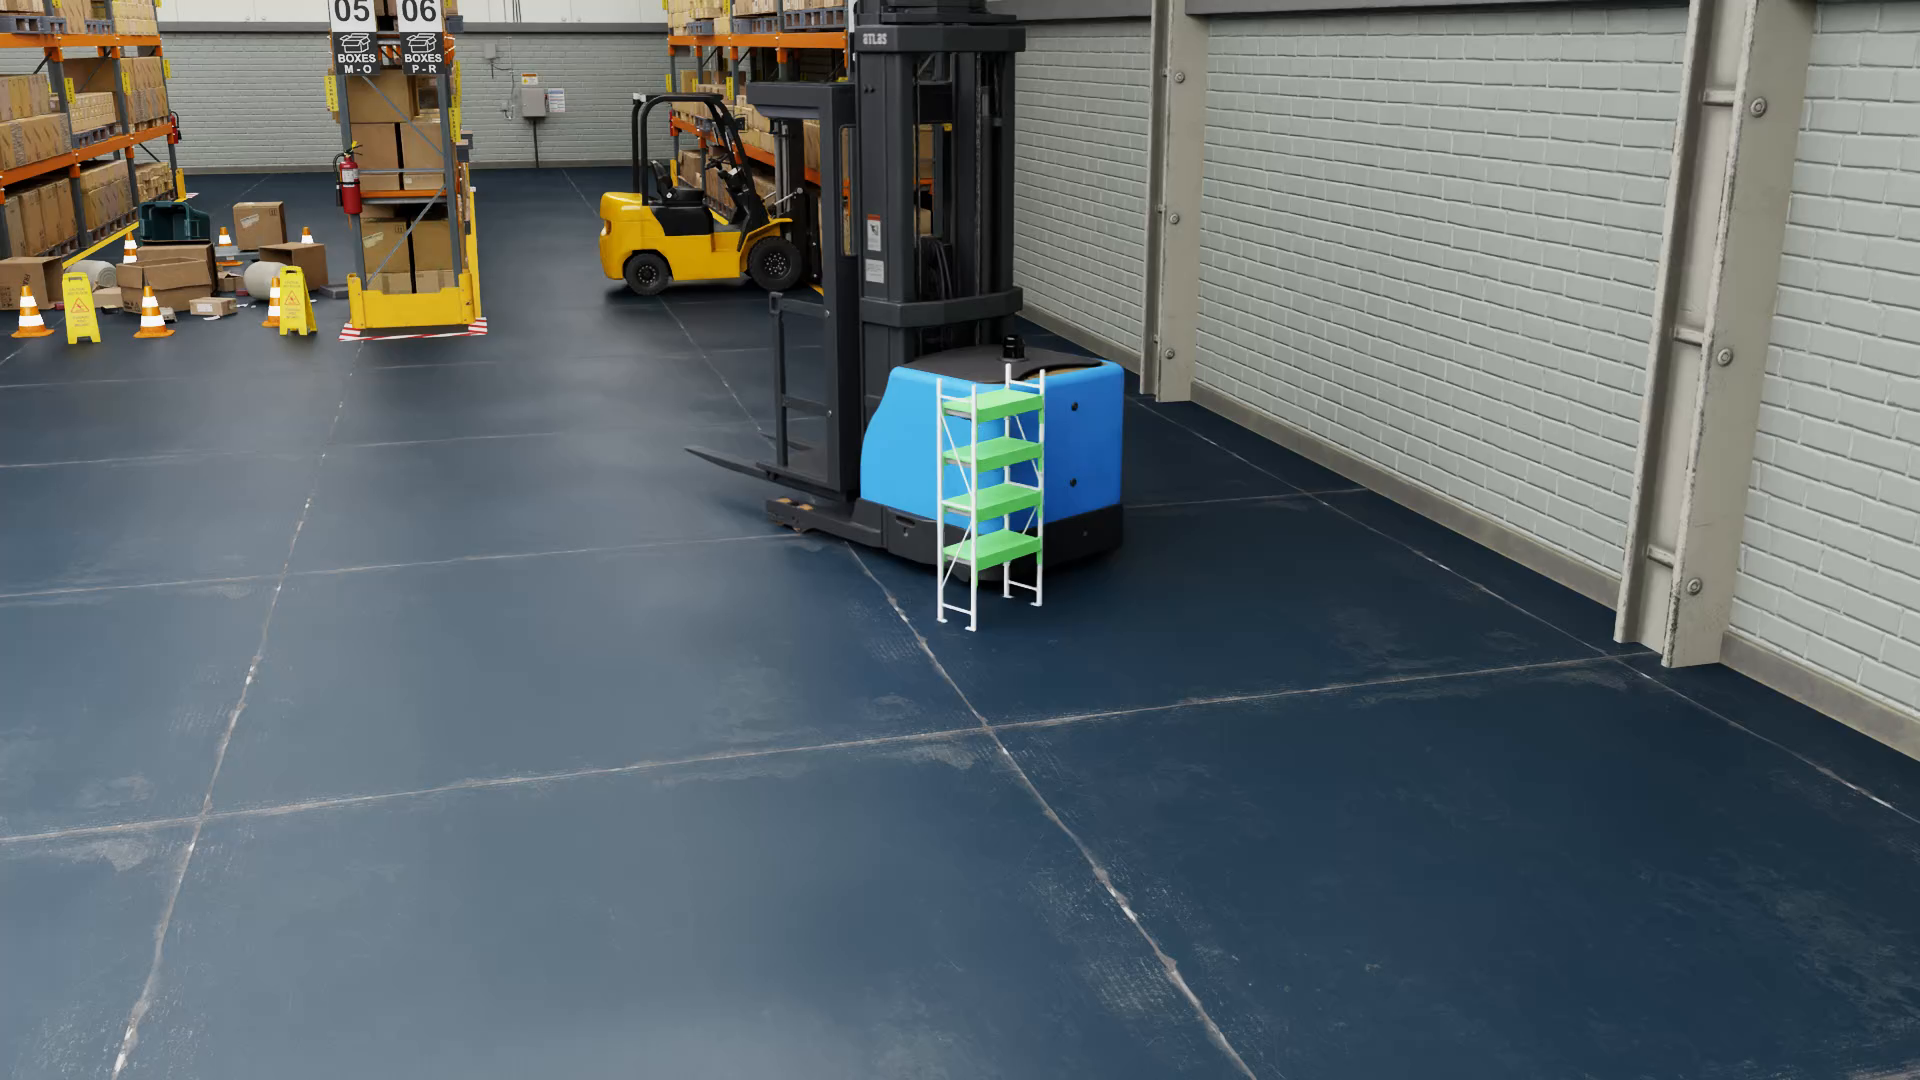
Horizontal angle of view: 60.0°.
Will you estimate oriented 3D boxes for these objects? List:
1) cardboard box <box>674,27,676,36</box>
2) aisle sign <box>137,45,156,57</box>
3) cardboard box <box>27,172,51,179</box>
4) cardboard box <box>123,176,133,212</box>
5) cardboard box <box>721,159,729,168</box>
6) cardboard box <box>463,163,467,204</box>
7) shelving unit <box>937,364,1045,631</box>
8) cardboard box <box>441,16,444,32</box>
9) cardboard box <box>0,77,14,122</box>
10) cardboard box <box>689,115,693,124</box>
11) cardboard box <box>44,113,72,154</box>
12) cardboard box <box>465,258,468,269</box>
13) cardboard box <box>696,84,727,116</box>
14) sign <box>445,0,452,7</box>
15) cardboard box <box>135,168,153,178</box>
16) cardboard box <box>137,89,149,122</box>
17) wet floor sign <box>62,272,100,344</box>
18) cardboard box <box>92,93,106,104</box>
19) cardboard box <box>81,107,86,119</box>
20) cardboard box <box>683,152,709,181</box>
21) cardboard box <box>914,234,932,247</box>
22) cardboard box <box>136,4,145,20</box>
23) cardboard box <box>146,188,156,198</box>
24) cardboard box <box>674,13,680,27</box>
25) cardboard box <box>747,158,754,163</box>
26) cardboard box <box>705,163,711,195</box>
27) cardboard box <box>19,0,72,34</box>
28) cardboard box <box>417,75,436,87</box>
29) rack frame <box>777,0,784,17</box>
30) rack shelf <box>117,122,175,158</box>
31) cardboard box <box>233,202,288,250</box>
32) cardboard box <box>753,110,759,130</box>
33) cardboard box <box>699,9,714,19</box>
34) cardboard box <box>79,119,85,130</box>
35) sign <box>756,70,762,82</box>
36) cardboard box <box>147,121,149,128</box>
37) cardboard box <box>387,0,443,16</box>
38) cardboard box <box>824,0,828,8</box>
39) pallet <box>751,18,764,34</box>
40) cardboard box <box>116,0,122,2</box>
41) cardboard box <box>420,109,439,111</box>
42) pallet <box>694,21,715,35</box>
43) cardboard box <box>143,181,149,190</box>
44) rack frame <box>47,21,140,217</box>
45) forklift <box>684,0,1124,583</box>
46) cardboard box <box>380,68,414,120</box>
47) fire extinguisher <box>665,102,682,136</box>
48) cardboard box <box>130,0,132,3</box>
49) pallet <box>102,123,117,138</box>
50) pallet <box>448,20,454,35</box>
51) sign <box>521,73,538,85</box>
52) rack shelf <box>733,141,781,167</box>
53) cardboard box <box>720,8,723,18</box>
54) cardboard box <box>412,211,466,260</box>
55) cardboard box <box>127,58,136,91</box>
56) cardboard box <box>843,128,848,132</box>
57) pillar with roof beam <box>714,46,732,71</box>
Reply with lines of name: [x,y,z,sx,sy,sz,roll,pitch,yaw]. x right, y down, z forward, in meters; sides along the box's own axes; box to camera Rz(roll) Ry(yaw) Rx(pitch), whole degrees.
cardboard box: [-5.087,-9.395,30.738,0.380,0.149,0.250,-4,17,-14]
aisle sign: [-14.307,-8.881,29.286,0.394,0.787,0.004,-5,17,-15]
cardboard box: [-12.817,-4.911,22.899,0.500,0.250,0.500,-5,17,-17]
cardboard box: [-13.030,-5.305,25.514,0.500,0.500,0.500,-5,17,-16]
cardboard box: [-3.711,-6.137,27.156,0.380,0.149,0.250,-4,17,-13]
cardboard box: [-8.241,-5.674,26.092,0.875,0.875,0.875,-4,17,-14]
shelving unit: [0.152,-0.213,8.076,0.258,1.200,0.503,15,22,41]
cardboard box: [-5.226,-5.020,16.172,0.380,0.149,0.250,-5,17,-15]
cardboard box: [-11.701,-5.219,19.700,0.700,0.500,0.500,-5,17,-15]
cardboard box: [-4.634,-7.530,29.743,0.380,0.149,0.250,-5,17,-16]
cardboard box: [-11.995,-5.324,21.788,0.500,0.500,0.500,-5,17,-15]
cardboard box: [-5.535,-2.857,17.799,0.500,0.250,0.500,-4,17,-13]
cardboard box: [-4.055,-7.396,27.957,0.700,0.500,0.500,-4,17,-14]
sign: [-6.026,-6.422,19.503,0.100,0.325,0.005,-5,17,-15]
cardboard box: [-13.776,-6.153,27.912,0.380,0.149,0.250,-5,17,-15]
cardboard box: [-13.617,-7.112,27.223,0.500,0.500,0.500,-5,17,-16]
wet floor sign: [-8.267,-2.188,15.613,0.267,0.644,0.232,-8,18,-25]
cardboard box: [-13.034,-6.610,24.917,0.380,0.149,0.250,-5,18,-17]
cardboard box: [-12.607,-6.040,23.534,0.380,0.149,0.250,-5,17,-15]
cardboard box: [-4.798,-6.993,31.133,0.700,0.500,0.500,-4,17,-13]
cardboard box: [-0.605,-3.250,18.237,0.500,0.250,0.500,-4,17,-14]
cardboard box: [-13.924,-8.806,27.732,0.500,0.250,0.500,-4,17,-14]
cardboard box: [-13.663,-5.804,27.784,0.380,0.149,0.250,-5,17,-17]
cardboard box: [-4.925,-9.487,30.349,0.500,0.250,0.500,-5,17,-17]
cardboard box: [-3.322,-6.246,27.520,0.380,0.149,0.250,-4,17,-14]
cardboard box: [-4.056,-6.151,28.331,0.500,0.500,0.500,-4,17,-13]
cardboard box: [-12.278,-7.043,22.297,0.500,0.500,0.500,-5,17,-15]
cardboard box: [-6.733,-5.845,21.148,0.380,0.149,0.250,-4,17,-12]
rack frame: [-1.774,-7.959,20.306,1.000,3.000,0.127,-5,17,-15]
rack shelf: [-14.026,-6.695,27.776,1.077,0.370,4.000,-5,17,-15]
cardboard box: [-8.249,-3.709,19.614,0.500,0.500,0.500,-5,17,-15]
cardboard box: [-2.559,-5.794,22.918,0.500,0.250,0.500,-4,17,-14]
cardboard box: [-3.990,-8.468,26.746,0.380,0.149,0.250,-5,17,-16]
cardboard box: [-12.530,-5.823,23.331,0.380,0.149,0.250,-4,17,-13]
sign: [-3.440,-7.898,28.519,0.100,0.325,0.005,-5,17,-15]
cardboard box: [-13.945,-7.041,28.115,0.380,0.149,0.250,-5,18,-18]
cardboard box: [-5.329,-5.253,16.256,0.500,0.250,0.500,-5,17,-16]
cardboard box: [-1.265,-5.876,17.916,0.396,0.266,0.258,-5,17,-15]
pallet: [-2.291,-7.049,22.818,1.003,0.211,1.213,-4,17,-13]
cardboard box: [-13.517,-8.599,26.350,0.380,0.149,0.250,-5,17,-17]
cardboard box: [-6.185,-4.780,19.459,0.500,0.500,0.500,-5,17,-17]
pallet: [-3.573,-8.173,26.558,1.213,0.211,1.003,-5,17,-15]
cardboard box: [-13.650,-5.870,27.488,0.380,0.149,0.250,-4,17,-13]
rack frame: [-13.476,-6.486,25.830,1.000,3.000,0.127,-5,17,-15]
forklift: [-0.485,-1.532,9.456,1.130,2.935,3.031,-15,22,-41]
cardboard box: [-5.929,-4.520,16.856,0.700,0.500,0.500,-5,17,-15]
fire extinguisher: [-5.557,-8.194,32.298,0.296,0.674,0.183,-5,17,-15]
cardboard box: [-13.723,-8.819,27.083,0.380,0.149,0.250,-5,17,-17]
pallet: [-13.406,-6.171,25.116,1.003,0.211,1.213,-5,17,-15]
pallet: [-7.873,-7.319,23.717,1.213,0.211,1.003,-4,17,-13]
sign: [-9.466,-10.144,36.572,0.339,0.242,0.001,-5,17,-15]
rack shelf: [-2.324,-5.295,23.115,1.077,0.370,4.000,-5,17,-15]
cardboard box: [-3.531,-8.185,25.840,0.380,0.149,0.250,-4,17,-14]
cardboard box: [-5.557,-3.225,17.721,0.500,0.500,0.500,-5,18,-17]
cardboard box: [-13.523,-7.441,26.582,0.500,0.500,0.500,-5,18,-17]
cardboard box: [-1.040,-4.412,17.624,0.380,0.149,0.250,-4,17,-14]
pillar with roof beam: [-9.086,-11.755,32.943,9.100,9.000,0.400,-5,17,-15]
